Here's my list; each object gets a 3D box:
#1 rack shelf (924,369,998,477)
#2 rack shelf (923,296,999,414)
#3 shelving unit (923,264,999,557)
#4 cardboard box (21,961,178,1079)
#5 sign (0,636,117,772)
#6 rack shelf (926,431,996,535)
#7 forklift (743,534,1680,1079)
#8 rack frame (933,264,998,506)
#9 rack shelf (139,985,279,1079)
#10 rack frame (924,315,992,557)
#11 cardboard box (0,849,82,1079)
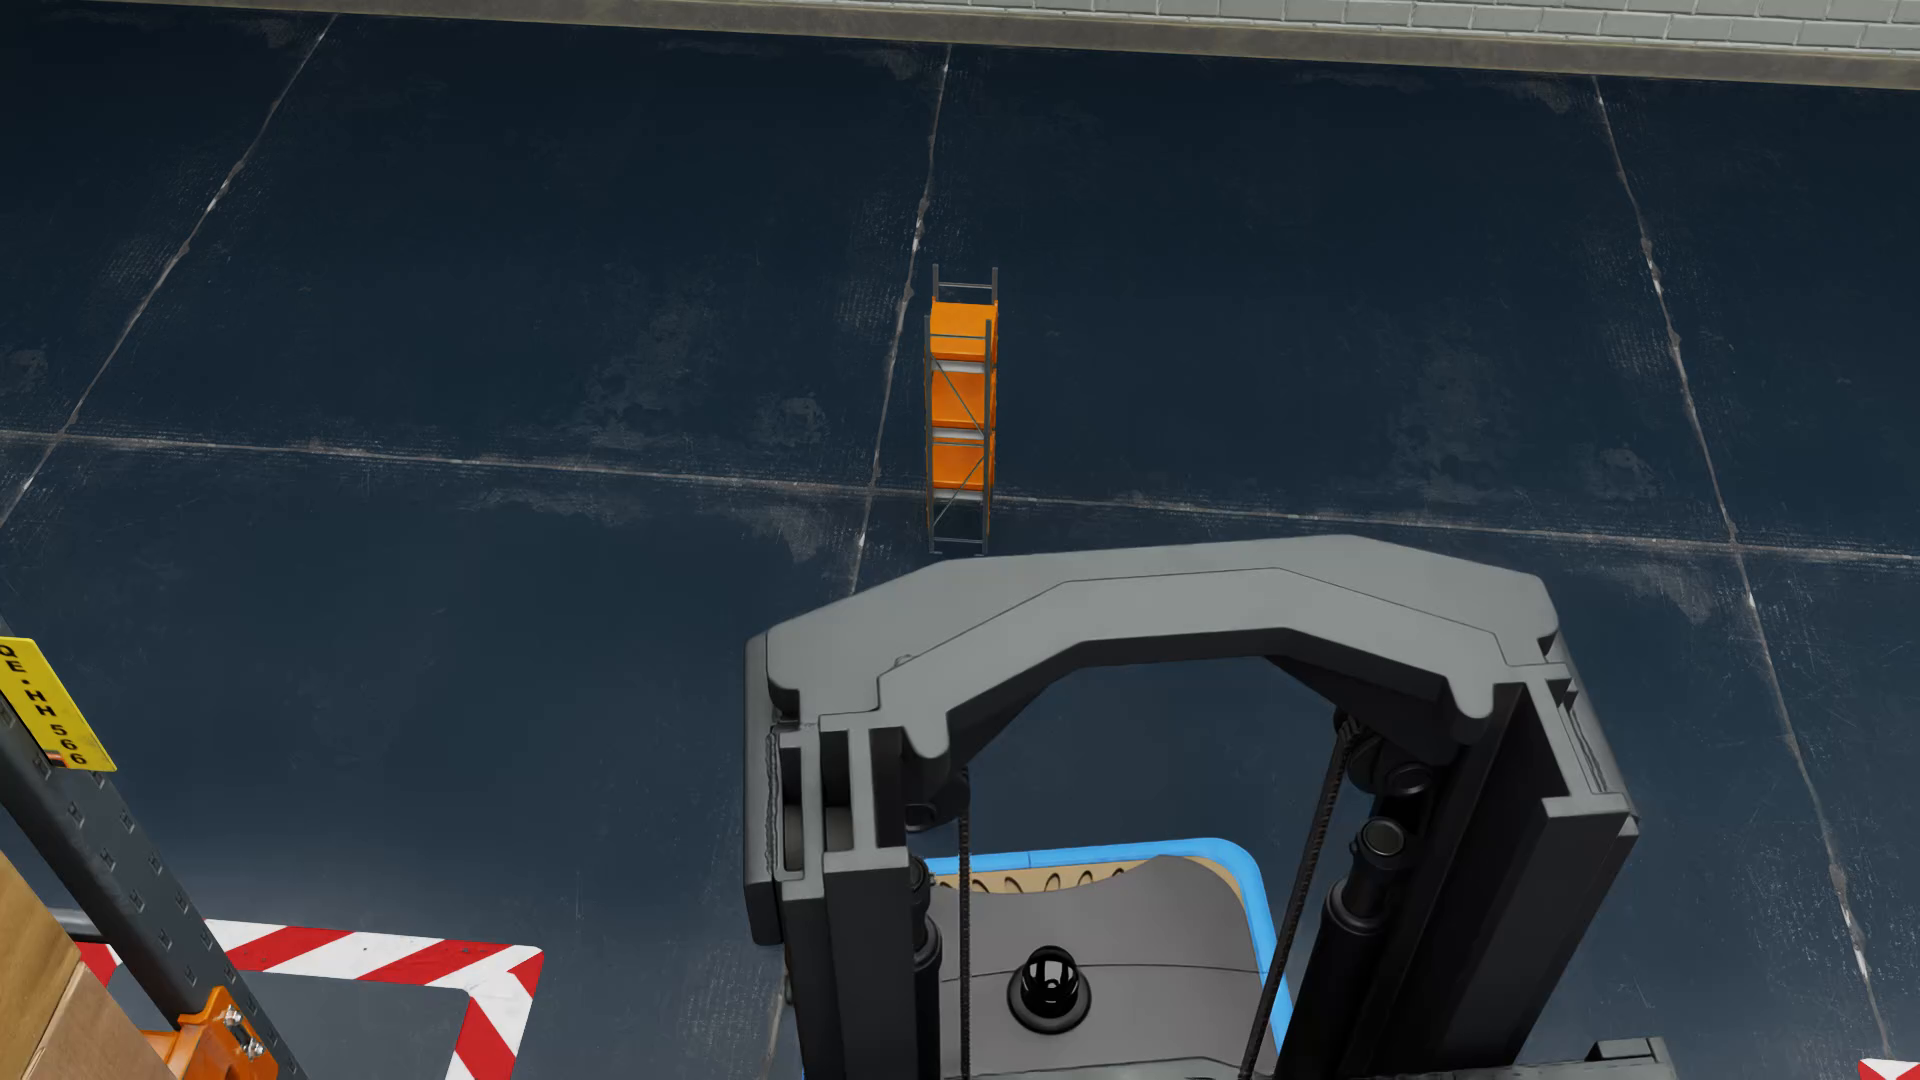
[{"bbox_3d":[0.005,-0.386,5.406,0.215,0.259,0.240,4,48,4],"label":"rack shelf"},{"bbox_3d":[0.005,-0.578,5.197,0.215,0.259,0.240,4,48,4],"label":"rack shelf"},{"bbox_3d":[0.005,-0.394,5.399,0.215,1.050,0.252,4,48,4],"label":"shelving unit"},{"bbox_3d":[-1.692,1.008,2.727,0.500,0.500,0.500,5,48,5],"label":"cardboard box"},{"bbox_3d":[-1.371,0.249,2.491,0.100,0.325,0.005,4,48,4],"label":"sign"},{"bbox_3d":[0.005,-0.199,5.611,0.215,0.259,0.240,4,48,4],"label":"rack shelf"},{"bbox_3d":[0.279,1.509,2.383,1.130,2.935,3.031,-4,48,-3],"label":"forklift"},{"bbox_3d":[0.016,-0.483,5.481,0.200,1.050,0.008,4,48,4],"label":"rack frame"},{"bbox_3d":[-2.104,2.407,2.003,1.077,0.370,4.000,4,48,4],"label":"rack shelf"},{"bbox_3d":[-0.006,-0.304,5.317,0.200,1.050,0.008,4,48,4],"label":"rack frame"},{"bbox_3d":[-1.689,0.669,2.360,0.500,0.500,0.500,3,48,3],"label":"cardboard box"}]
